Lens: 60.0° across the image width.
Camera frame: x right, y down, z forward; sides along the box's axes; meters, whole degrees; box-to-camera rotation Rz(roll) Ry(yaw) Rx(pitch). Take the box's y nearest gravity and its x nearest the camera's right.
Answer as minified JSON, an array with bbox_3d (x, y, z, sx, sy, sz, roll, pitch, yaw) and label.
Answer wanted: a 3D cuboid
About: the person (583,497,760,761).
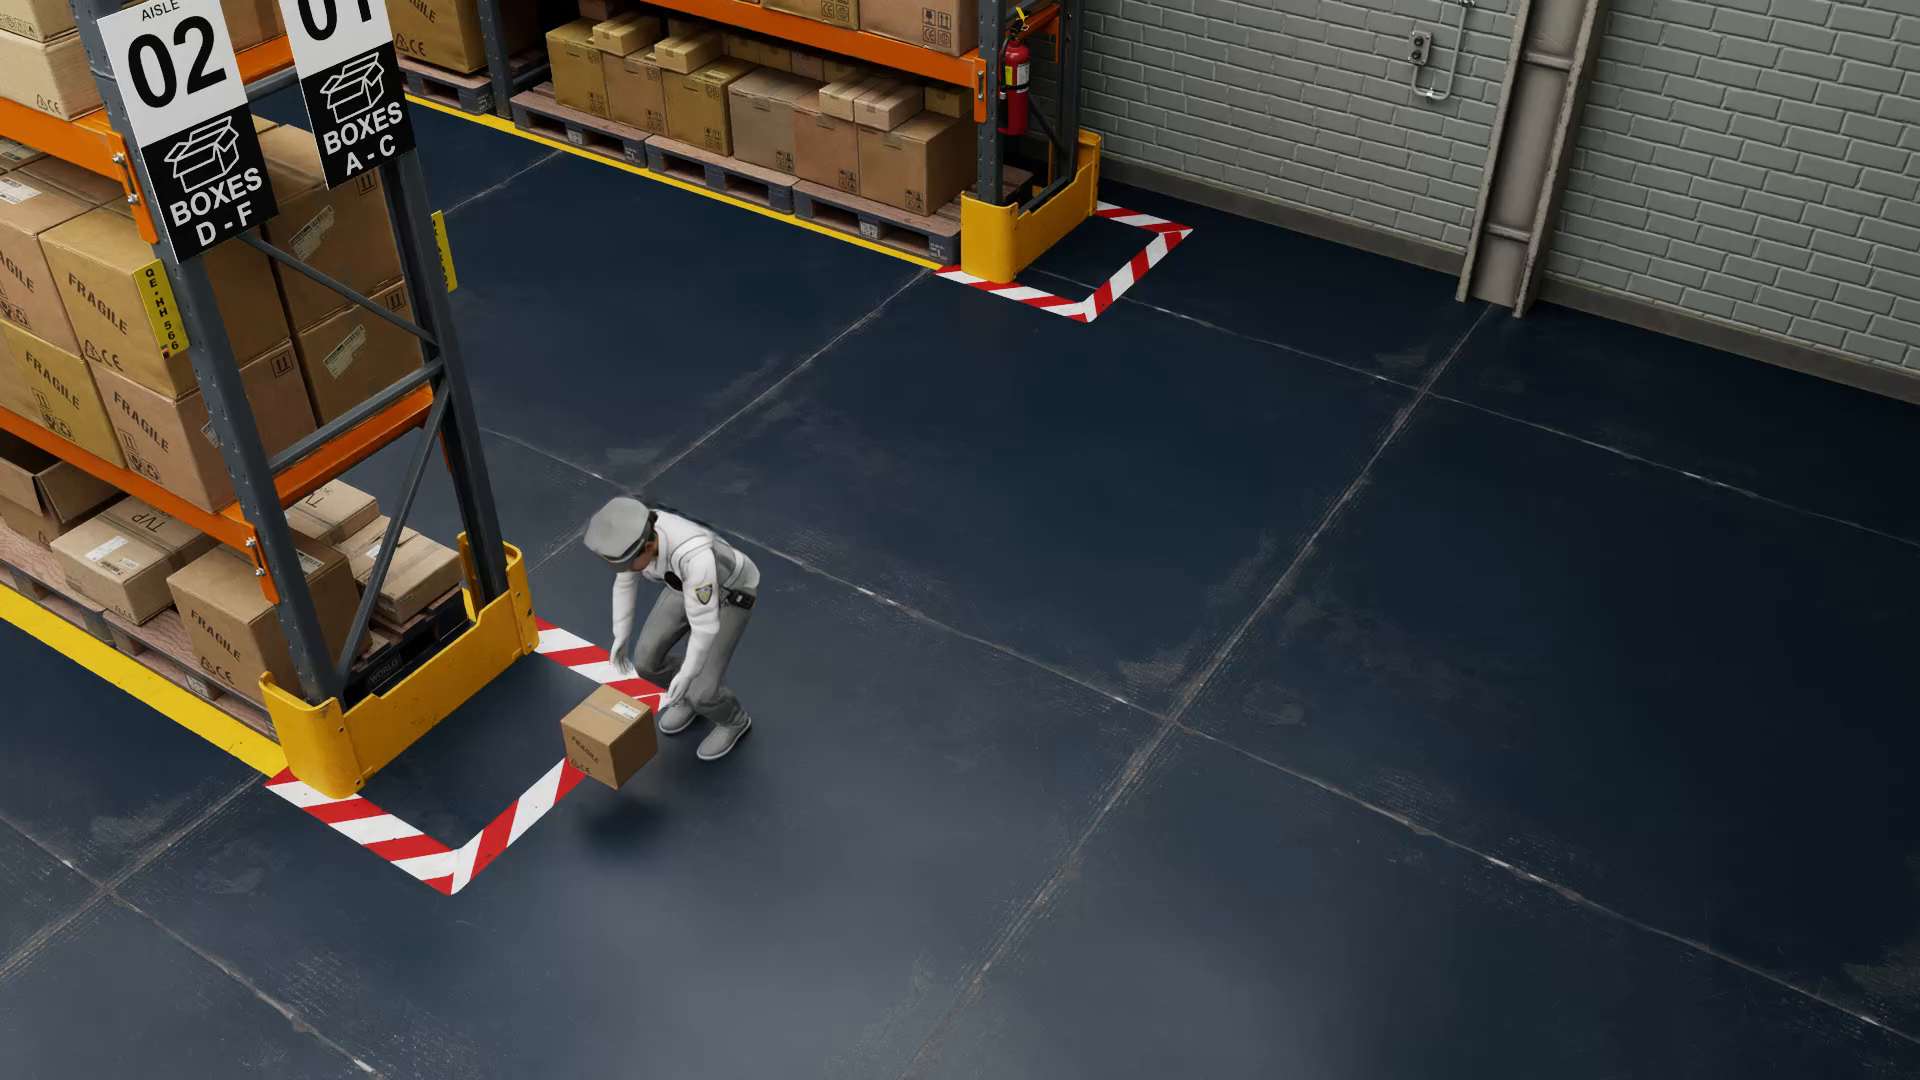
[{"bbox_3d":[-1.088,0.316,6.543,0.535,1.349,0.723,27,46,29],"label":"person"}]
